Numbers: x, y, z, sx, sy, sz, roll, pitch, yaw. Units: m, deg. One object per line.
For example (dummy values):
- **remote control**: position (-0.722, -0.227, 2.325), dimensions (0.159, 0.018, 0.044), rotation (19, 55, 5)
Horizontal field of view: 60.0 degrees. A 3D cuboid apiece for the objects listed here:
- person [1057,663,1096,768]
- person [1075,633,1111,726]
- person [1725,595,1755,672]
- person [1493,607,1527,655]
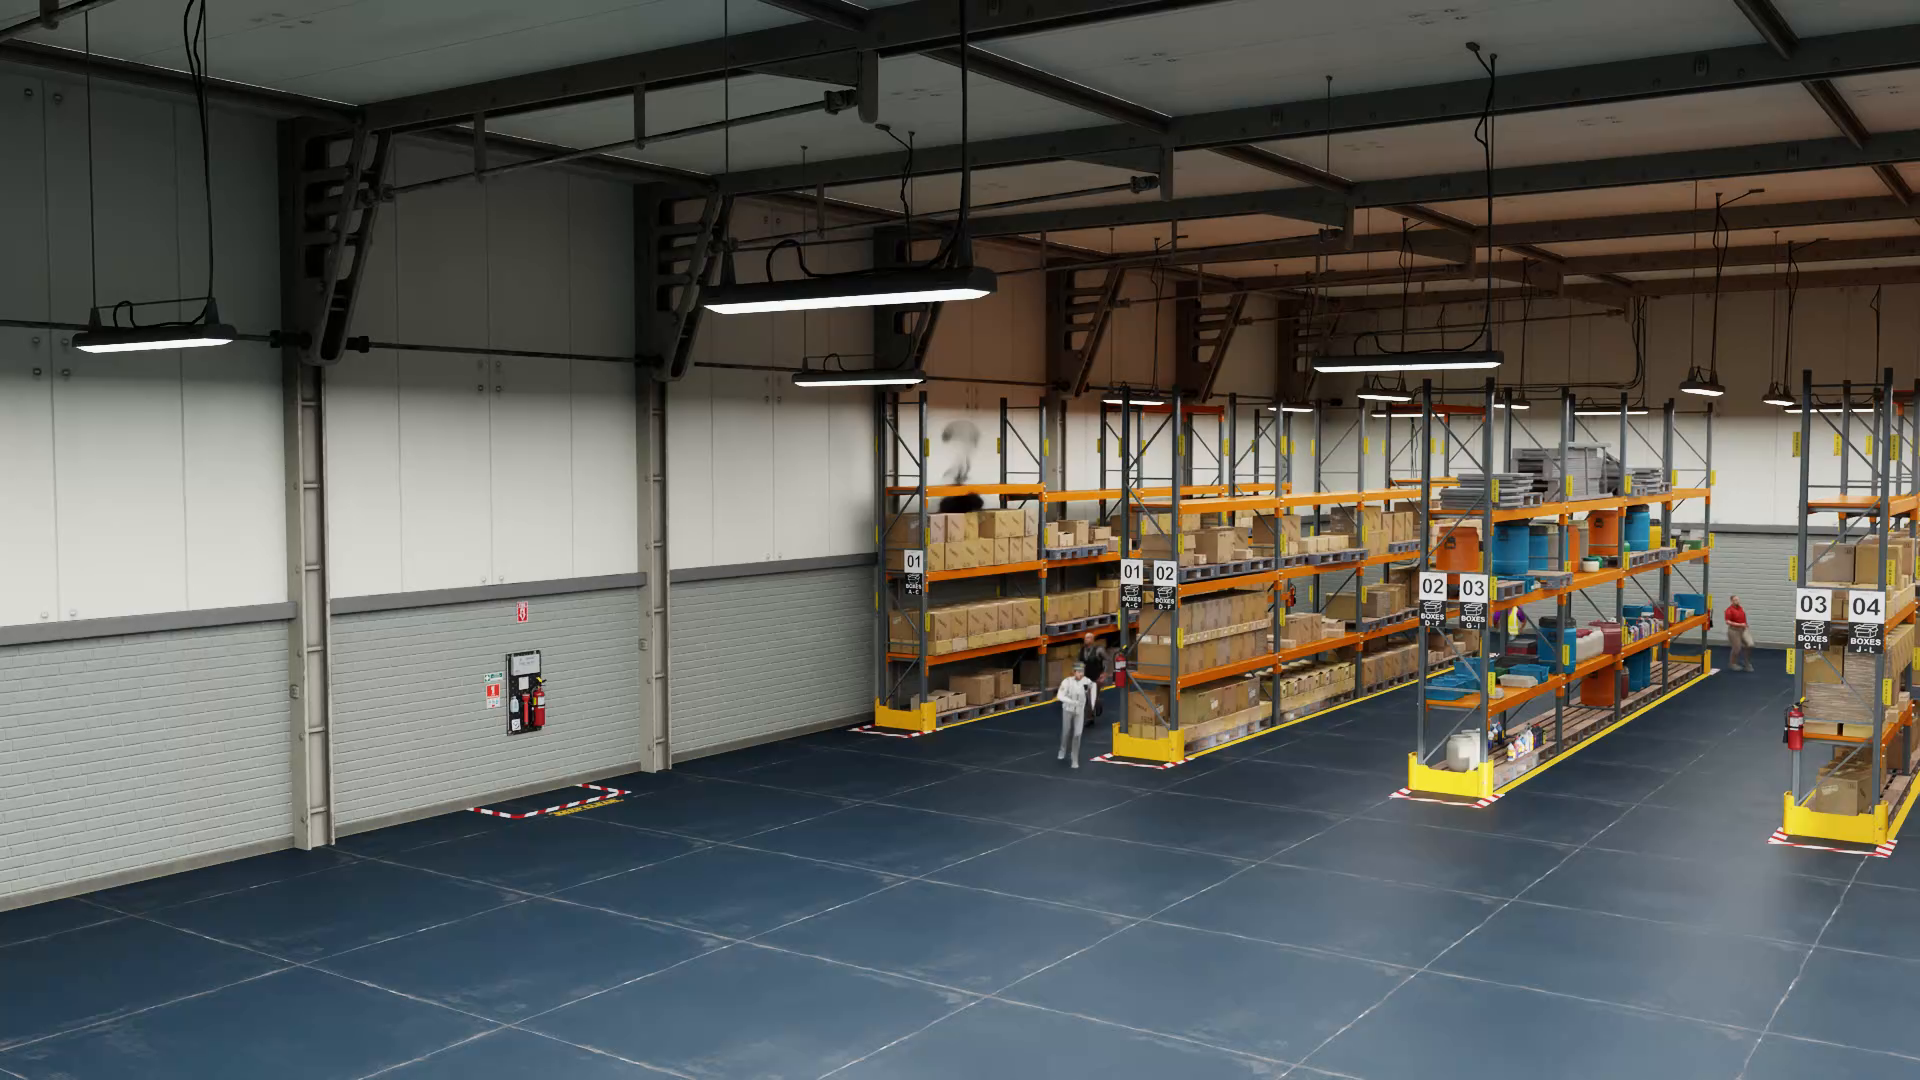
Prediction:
- **person**: position (1.837, 2.757, 26.291), dimensions (0.671, 1.707, 0.839), rotation (0, 3, -7)
- **person**: position (2.367, 2.507, 29.889), dimensions (0.675, 1.686, 0.653), rotation (2, 4, 29)
- **person**: position (17.385, 2.097, 37.186), dimensions (0.654, 1.698, 0.674), rotation (-1, 3, -17)
- **person**: position (12.178, 2.093, 36.894), dimensions (0.714, 1.731, 0.791), rotation (2, 4, 26)
